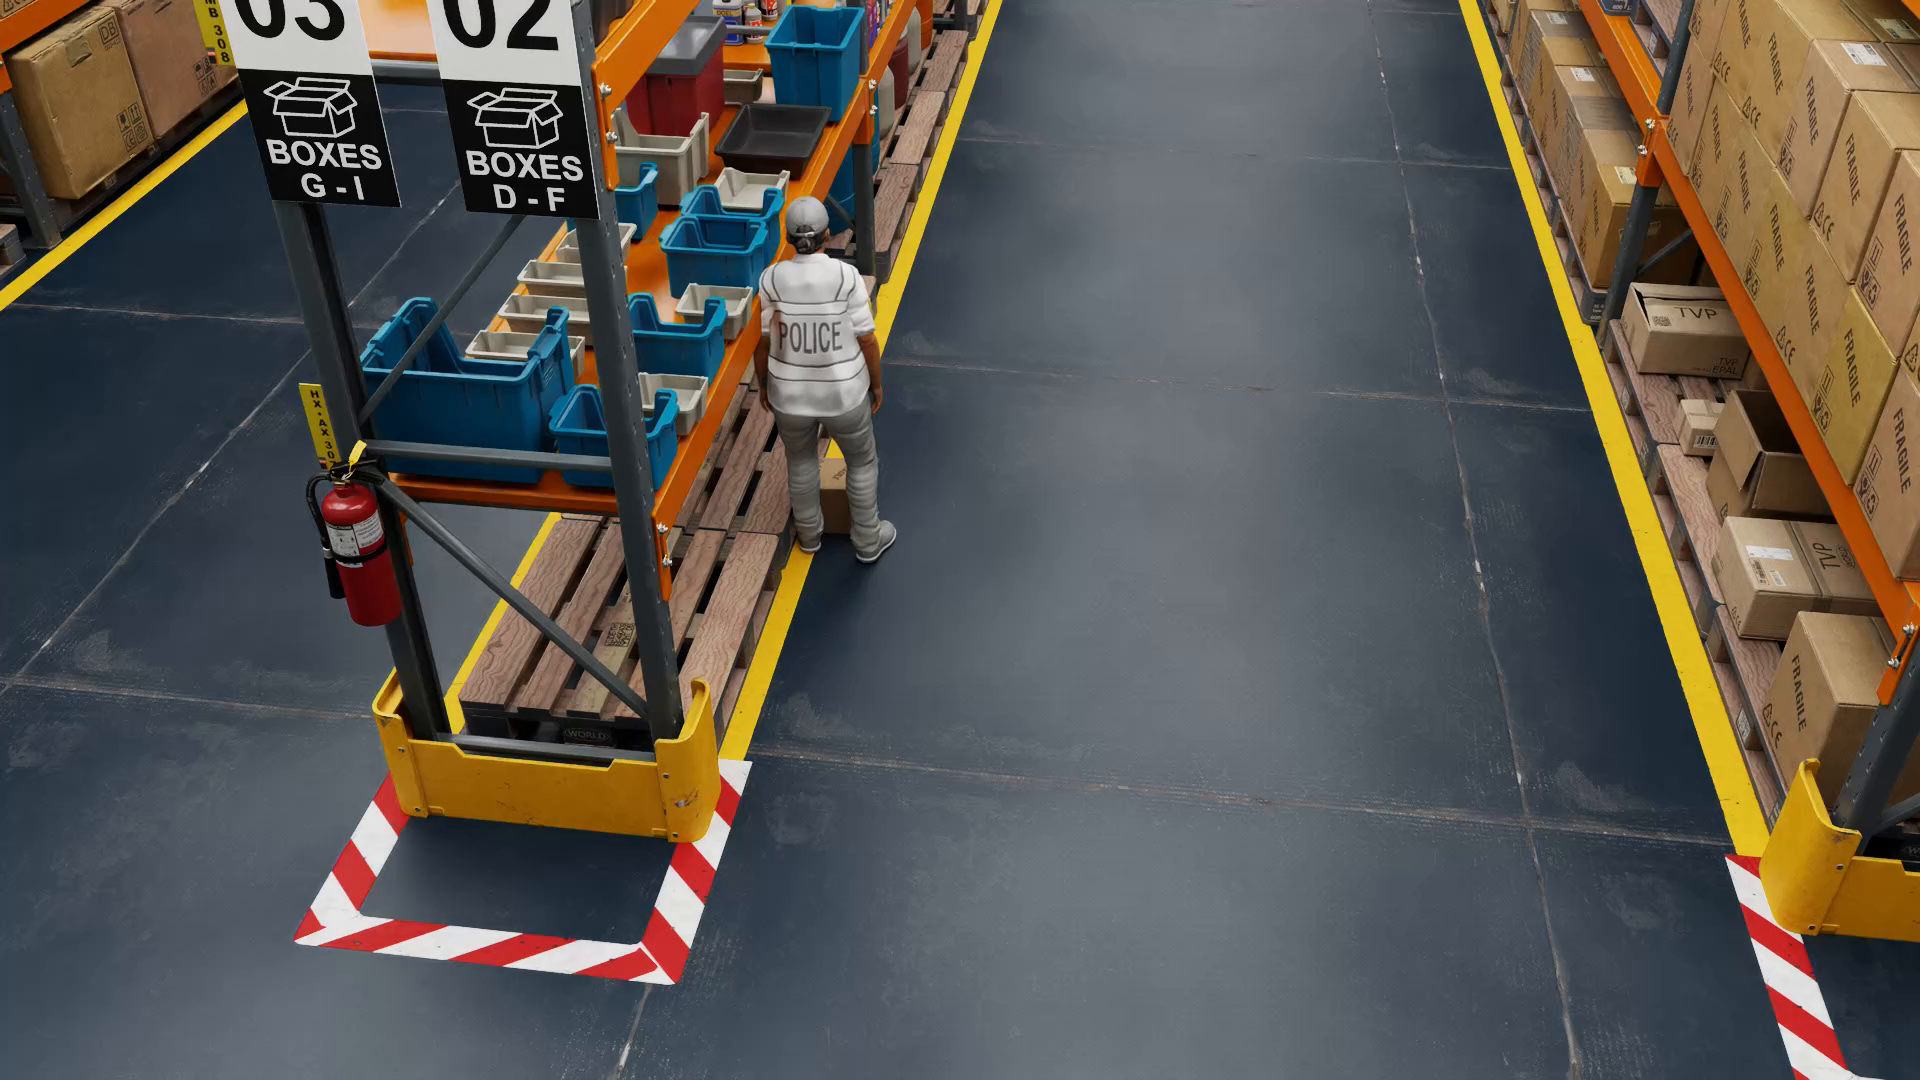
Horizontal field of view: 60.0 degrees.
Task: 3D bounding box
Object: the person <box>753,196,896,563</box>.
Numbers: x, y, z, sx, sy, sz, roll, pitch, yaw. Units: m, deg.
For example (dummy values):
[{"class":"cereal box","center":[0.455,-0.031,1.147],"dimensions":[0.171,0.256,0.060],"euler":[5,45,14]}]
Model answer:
[{"class":"person","center":[-0.575,-0.643,7.016],"dimensions":[0.563,1.666,0.470],"euler":[2,36,2]}]
